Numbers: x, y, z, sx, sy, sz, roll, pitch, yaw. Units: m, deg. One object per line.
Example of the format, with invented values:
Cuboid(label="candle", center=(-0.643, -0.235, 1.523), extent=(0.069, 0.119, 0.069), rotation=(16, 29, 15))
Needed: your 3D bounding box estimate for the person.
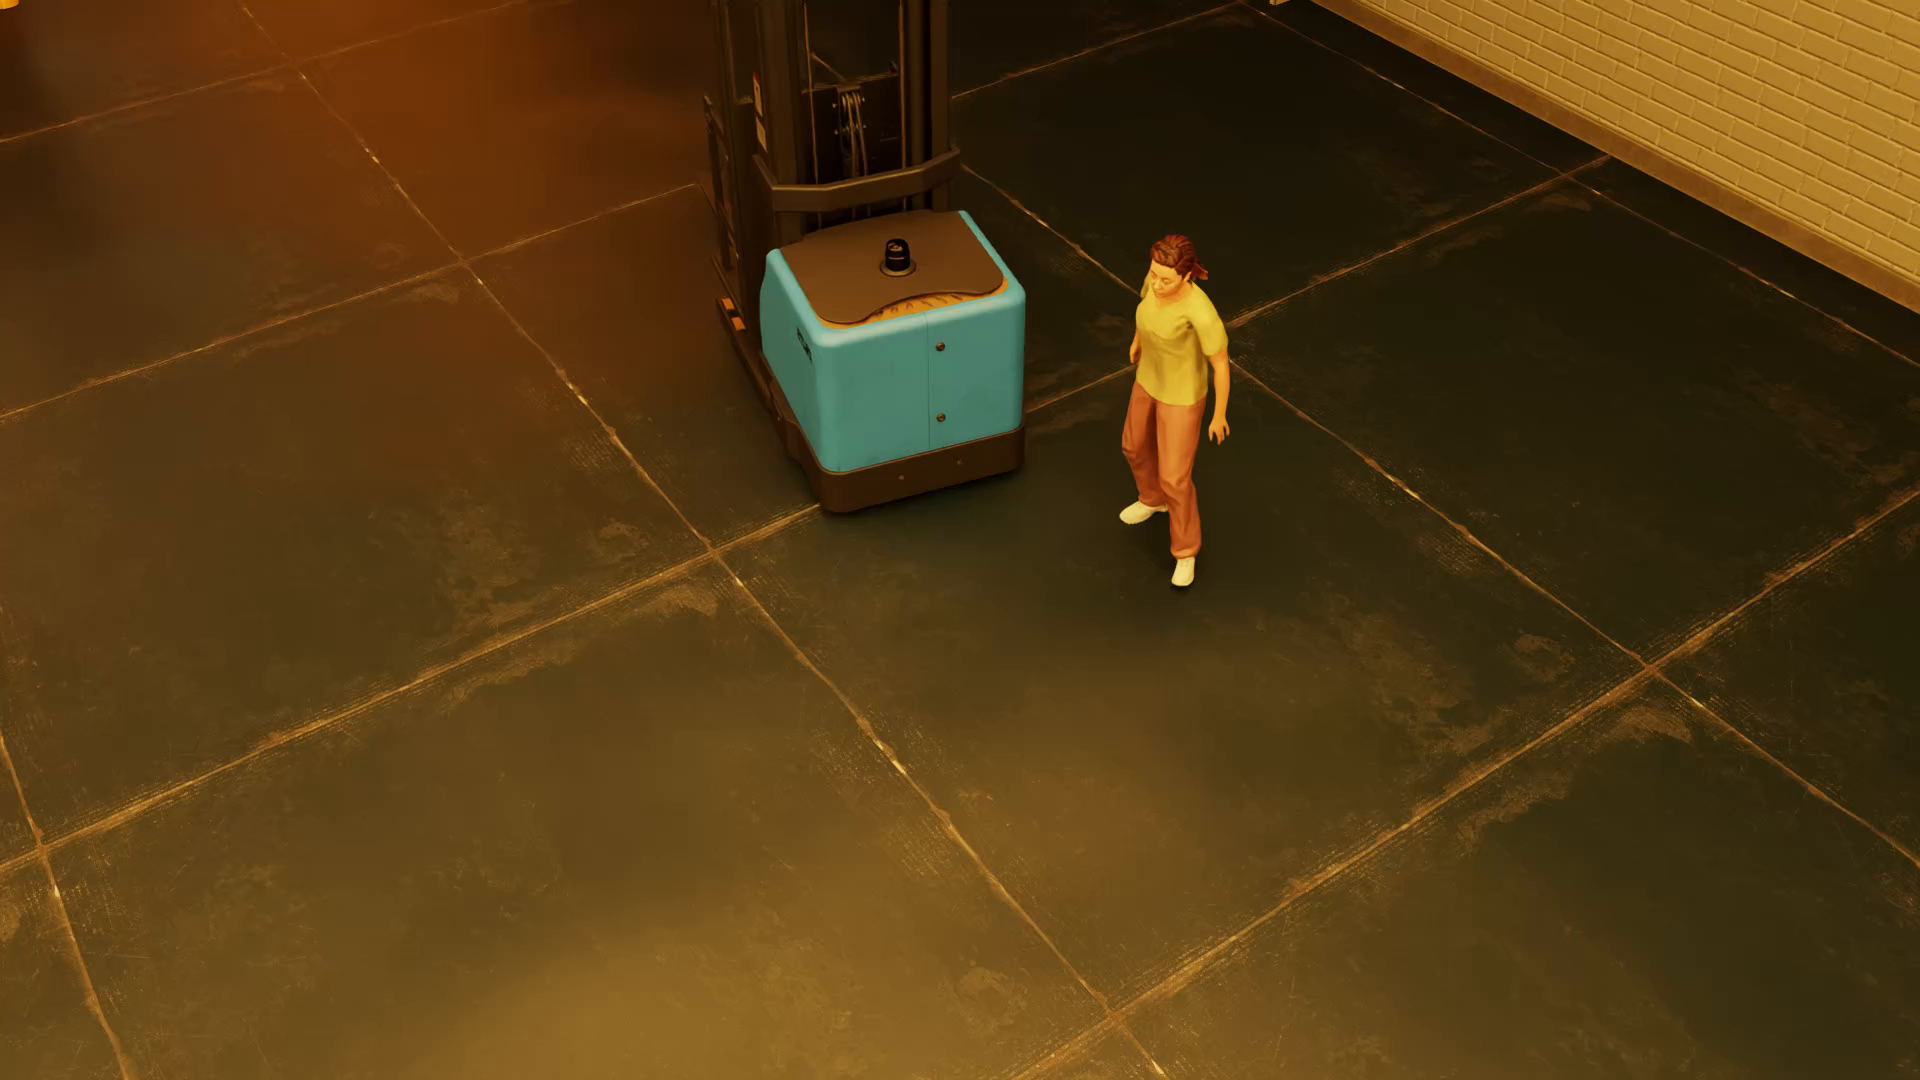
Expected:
Cuboid(label="person", center=(0.948, -0.649, 7.377), extent=(0.372, 1.647, 0.788), rotation=(-23, 47, -23))

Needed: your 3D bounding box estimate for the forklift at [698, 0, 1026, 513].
Cuboid(label="forklift", center=(-0.692, -2.217, 8.122), extent=(1.130, 2.935, 3.031), rotation=(-15, 45, -16))
